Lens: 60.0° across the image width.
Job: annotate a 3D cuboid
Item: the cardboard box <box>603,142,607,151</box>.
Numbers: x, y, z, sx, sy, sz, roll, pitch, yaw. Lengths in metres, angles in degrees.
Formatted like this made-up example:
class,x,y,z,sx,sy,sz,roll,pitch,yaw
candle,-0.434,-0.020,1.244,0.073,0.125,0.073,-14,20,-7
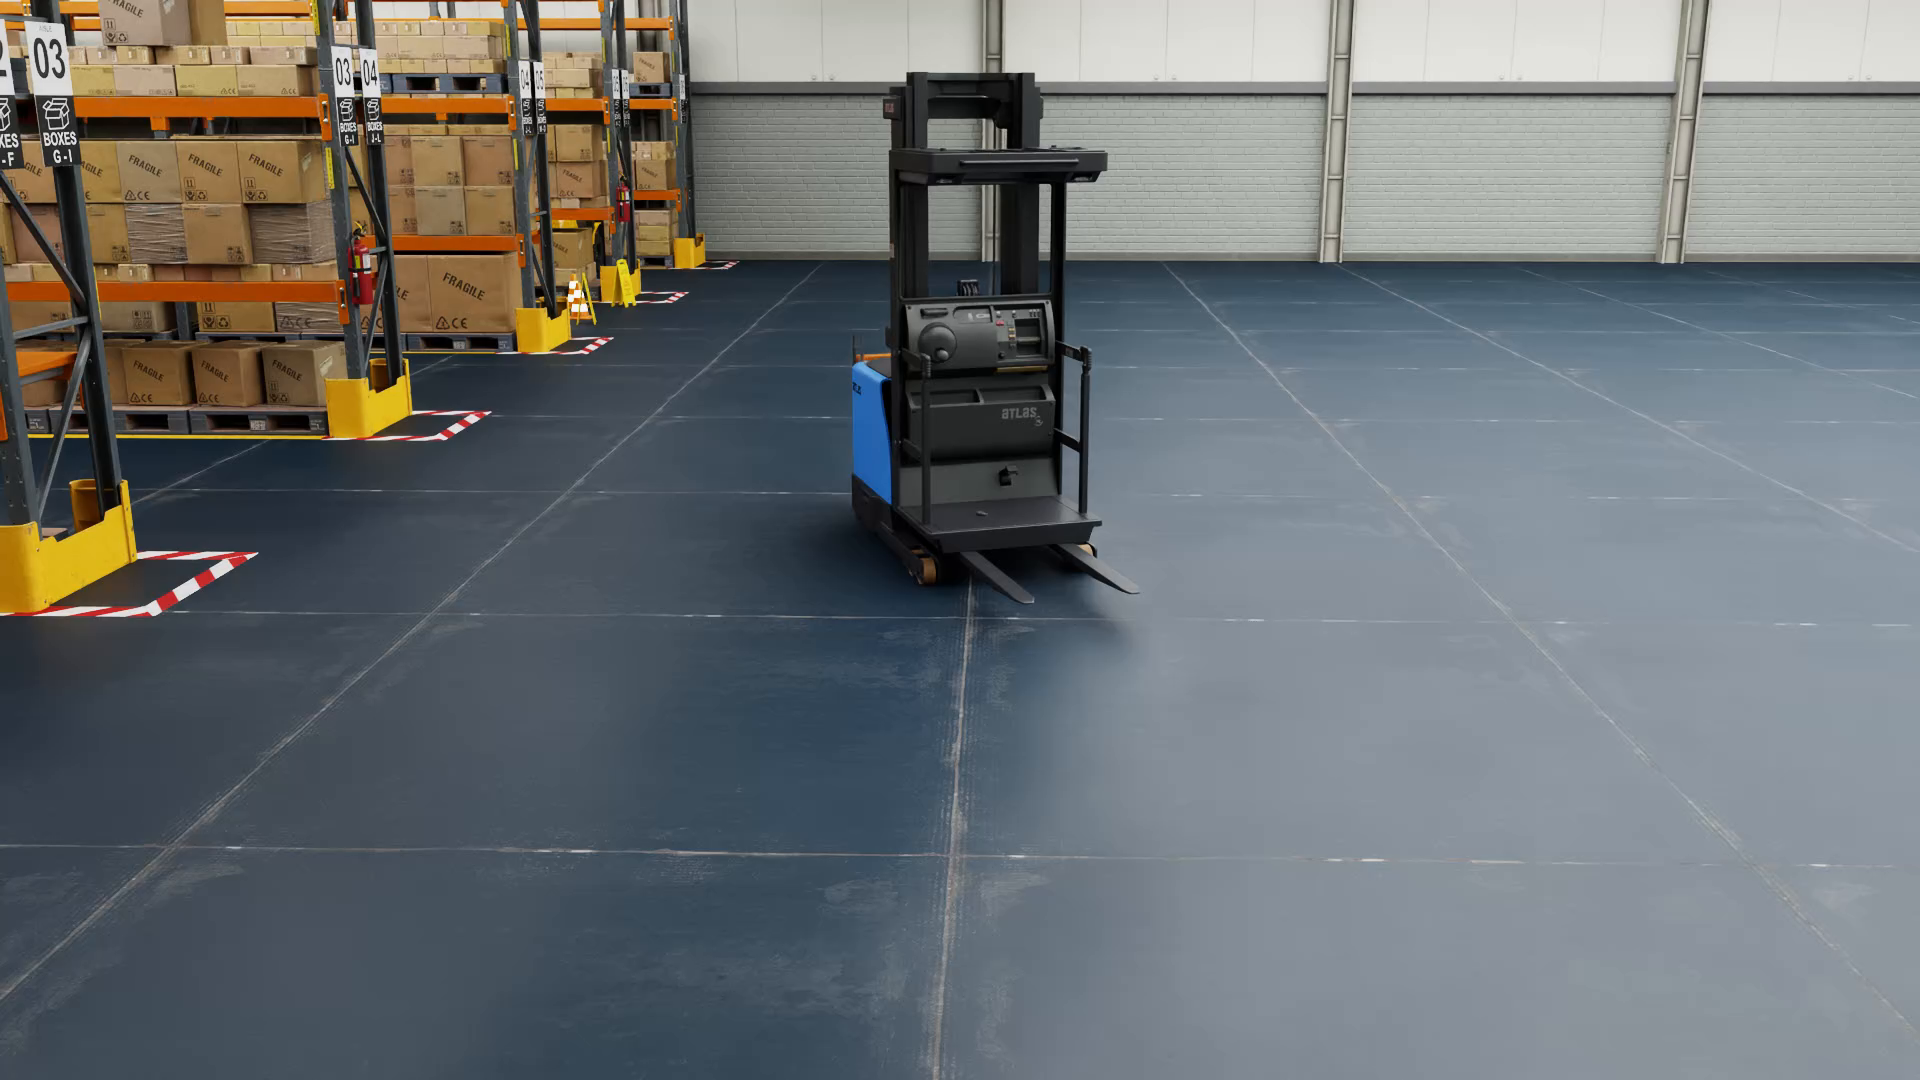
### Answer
class,x,y,z,sx,sy,sz,roll,pitch,yaw
cardboard box,-6.120,-6.696,28.290,0.250,0.149,0.380,1,15,3

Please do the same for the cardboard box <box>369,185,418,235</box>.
class,x,y,z,sx,sy,sz,roll,pitch,yaw
cardboard box,-6.364,-3.828,19.173,0.550,0.550,0.875,0,15,1

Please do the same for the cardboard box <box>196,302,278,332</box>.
class,x,y,z,sx,sy,sz,roll,pitch,yaw
cardboard box,-8.257,-2.910,19.332,0.875,0.875,0.875,1,15,2

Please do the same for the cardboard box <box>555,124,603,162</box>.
class,x,y,z,sx,sy,sz,roll,pitch,yaw
cardboard box,-5.376,-5.617,23.510,0.500,0.500,0.700,0,15,0

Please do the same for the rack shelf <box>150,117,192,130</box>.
class,x,y,z,sx,sy,sz,roll,pitch,yaw
rack shelf,-10.883,-4.872,18.957,4.000,0.370,1.077,0,15,1

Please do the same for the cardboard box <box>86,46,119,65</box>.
class,x,y,z,sx,sy,sz,roll,pitch,yaw
cardboard box,-6.972,-3.983,13.689,0.250,0.149,0.380,0,15,-1

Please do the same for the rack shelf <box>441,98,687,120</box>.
class,x,y,z,sx,sy,sz,roll,pitch,yaw
rack shelf,-6.736,-7.375,28.443,4.000,0.370,1.077,0,15,1

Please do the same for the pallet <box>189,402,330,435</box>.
class,x,y,z,sx,sy,sz,roll,pitch,yaw
pallet,-6.000,-1.133,14.719,1.213,0.211,1.003,0,15,1

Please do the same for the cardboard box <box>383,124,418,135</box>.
class,x,y,z,sx,sy,sz,roll,pitch,yaw
cardboard box,-7.914,-5.628,23.553,0.500,0.500,0.700,0,15,2

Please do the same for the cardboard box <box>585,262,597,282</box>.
class,x,y,z,sx,sy,sz,roll,pitch,yaw
cardboard box,-5.659,-3.943,24.471,0.500,0.250,0.500,0,15,1

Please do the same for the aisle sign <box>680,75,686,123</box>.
class,x,y,z,sx,sy,sz,roll,pitch,yaw
aisle sign,-4.678,-7.441,28.067,0.004,0.787,0.394,0,15,1

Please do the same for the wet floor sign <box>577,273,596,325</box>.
class,x,y,z,sx,sy,sz,roll,pitch,yaw
wet floor sign,-4.806,-3.097,21.313,0.232,0.644,0.267,-2,15,-8

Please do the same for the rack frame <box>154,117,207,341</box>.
class,x,y,z,sx,sy,sz,roll,pitch,yaw
rack frame,-8.884,-3.756,19.198,0.127,3.000,1.000,0,15,1

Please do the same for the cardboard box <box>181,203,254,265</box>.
class,x,y,z,sx,sy,sz,roll,pitch,yaw
cardboard box,-6.165,-2.642,14.193,0.500,0.500,0.875,0,15,1

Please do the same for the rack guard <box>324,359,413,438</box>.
class,x,y,z,sx,sy,sz,roll,pitch,yaw
rack guard,-5.189,-1.258,14.628,0.348,0.500,1.175,0,15,1

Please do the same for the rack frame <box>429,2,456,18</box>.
class,x,y,z,sx,sy,sz,roll,pitch,yaw
rack frame,-8.735,-9.186,28.018,0.127,3.000,1.000,0,15,1

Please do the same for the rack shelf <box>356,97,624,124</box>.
class,x,y,z,sx,sy,sz,roll,pitch,yaw
rack shelf,-6.859,-6.109,23.645,4.000,0.370,1.077,0,15,1

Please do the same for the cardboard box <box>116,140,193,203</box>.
class,x,y,z,sx,sy,sz,roll,pitch,yaw
cardboard box,-6.669,-3.088,13.926,0.500,0.500,0.500,0,15,1

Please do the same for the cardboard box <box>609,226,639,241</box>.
class,x,y,z,sx,sy,sz,roll,pitch,yaw
cardboard box,-5.732,-5.304,28.651,0.500,0.250,0.500,0,15,1

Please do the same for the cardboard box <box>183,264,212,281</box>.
class,x,y,z,sx,sy,sz,roll,pitch,yaw
cardboard box,-6.403,-2.302,14.178,0.250,0.149,0.380,0,15,1

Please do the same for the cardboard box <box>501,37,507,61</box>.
class,x,y,z,sx,sy,sz,roll,pitch,yaw
cardboard box,-5.361,-5.572,18.892,0.500,0.250,0.500,0,15,1

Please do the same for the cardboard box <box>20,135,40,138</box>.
class,x,y,z,sx,sy,sz,roll,pitch,yaw
cardboard box,-13.381,-5.514,23.704,0.500,0.500,0.500,0,15,0

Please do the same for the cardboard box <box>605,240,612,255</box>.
class,x,y,z,sx,sy,sz,roll,pitch,yaw
cardboard box,-6.211,-5.067,28.731,0.500,0.250,0.500,1,15,2

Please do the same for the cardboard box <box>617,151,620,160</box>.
class,x,y,z,sx,sy,sz,roll,pitch,yaw
cardboard box,-5.852,-6.568,28.387,0.250,0.149,0.380,0,15,1

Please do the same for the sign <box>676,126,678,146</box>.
class,x,y,z,sx,sy,sz,roll,pitch,yaw
sign,-4.764,-6.795,27.983,0.005,0.325,0.100,0,15,1

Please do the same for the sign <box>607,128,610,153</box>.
class,x,y,z,sx,sy,sz,roll,pitch,yaw
sign,-4.894,-5.565,23.163,0.005,0.325,0.100,0,15,1

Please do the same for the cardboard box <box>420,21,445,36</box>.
class,x,y,z,sx,sy,sz,roll,pitch,yaw
cardboard box,-5.736,-5.616,18.275,0.250,0.149,0.380,1,15,2

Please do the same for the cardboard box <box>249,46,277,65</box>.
class,x,y,z,sx,sy,sz,roll,pitch,yaw
cardboard box,-5.656,-3.991,13.718,0.250,0.149,0.380,0,15,0

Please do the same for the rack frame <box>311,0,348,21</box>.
class,x,y,z,sx,sy,sz,roll,pitch,yaw
rack frame,-8.858,-7.920,23.220,0.127,3.000,1.000,0,15,1

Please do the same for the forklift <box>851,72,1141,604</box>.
class,x,y,z,sx,sy,sz,roll,pitch,yaw
forklift,0.191,-1.264,9.885,1.130,2.935,3.031,-5,15,-17

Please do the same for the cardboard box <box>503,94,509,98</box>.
class,x,y,z,sx,sy,sz,roll,pitch,yaw
cardboard box,-6.240,-6.265,23.319,0.250,0.149,0.380,0,15,1

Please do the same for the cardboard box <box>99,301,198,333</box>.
class,x,y,z,sx,sy,sz,roll,pitch,yaw
cardboard box,-9.507,-2.853,19.360,0.750,0.750,1.050,0,15,1

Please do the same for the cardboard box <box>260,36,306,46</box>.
class,x,y,z,sx,sy,sz,roll,pitch,yaw
cardboard box,-7.393,-5.449,18.425,0.500,0.250,0.500,0,15,1

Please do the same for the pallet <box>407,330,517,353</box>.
class,x,y,z,sx,sy,sz,roll,pitch,yaw
pallet,-5.686,-2.367,19.399,1.213,0.211,1.003,0,15,1

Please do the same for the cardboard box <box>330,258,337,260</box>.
class,x,y,z,sx,sy,sz,roll,pitch,yaw
cardboard box,-5.392,-2.407,14.577,0.250,0.149,0.380,0,15,1

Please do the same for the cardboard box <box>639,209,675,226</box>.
class,x,y,z,sx,sy,sz,roll,pitch,yaw
cardboard box,-5.205,-5.540,28.564,0.500,0.250,0.500,1,15,3

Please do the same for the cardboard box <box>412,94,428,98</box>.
class,x,y,z,sx,sy,sz,roll,pitch,yaw
cardboard box,-7.526,-6.278,23.368,0.250,0.149,0.380,0,15,0

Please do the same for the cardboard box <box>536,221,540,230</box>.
class,x,y,z,sx,sy,sz,roll,pitch,yaw
cardboard box,-6.036,-4.467,23.717,0.250,0.149,0.380,1,15,3

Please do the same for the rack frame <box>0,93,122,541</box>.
class,x,y,z,sx,sy,sz,roll,pitch,yaw
rack frame,-5.239,-1.203,9.520,0.127,3.000,1.000,0,15,1

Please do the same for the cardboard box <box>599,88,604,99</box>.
class,x,y,z,sx,sy,sz,roll,pitch,yaw
cardboard box,-5.183,-6.407,23.858,0.250,0.149,0.380,0,15,1

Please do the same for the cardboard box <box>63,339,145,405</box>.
class,x,y,z,sx,sy,sz,roll,pitch,yaw
cardboard box,-7.517,-1.488,14.677,0.500,0.500,0.500,-1,15,-4

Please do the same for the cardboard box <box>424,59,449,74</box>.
class,x,y,z,sx,sy,sz,roll,pitch,yaw
cardboard box,-5.735,-5.230,18.376,0.250,0.149,0.380,1,15,2

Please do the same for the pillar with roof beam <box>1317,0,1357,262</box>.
class,x,y,z,sx,sy,sz,roll,pitch,yaw
pillar with roof beam,6.476,-8.218,24.350,0.400,9.000,9.100,0,15,1

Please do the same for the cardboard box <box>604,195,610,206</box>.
class,x,y,z,sx,sy,sz,roll,pitch,yaw
cardboard box,-5.194,-4.927,24.127,0.250,0.149,0.380,0,15,2

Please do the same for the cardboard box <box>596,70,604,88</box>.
class,x,y,z,sx,sy,sz,roll,pitch,yaw
cardboard box,-5.356,-6.586,23.755,0.500,0.250,0.500,0,15,0

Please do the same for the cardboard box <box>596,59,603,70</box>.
class,x,y,z,sx,sy,sz,roll,pitch,yaw
cardboard box,-5.210,-6.762,23.640,0.250,0.149,0.380,0,15,1

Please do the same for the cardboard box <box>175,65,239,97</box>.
class,x,y,z,sx,sy,sz,roll,pitch,yaw
cardboard box,-6.100,-3.785,13.720,0.500,0.250,0.500,0,15,2

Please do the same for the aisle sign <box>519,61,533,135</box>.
class,x,y,z,sx,sy,sz,roll,pitch,yaw
aisle sign,-4.822,-4.910,18.476,0.004,0.787,0.394,0,15,1

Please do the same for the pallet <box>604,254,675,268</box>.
class,x,y,z,sx,sy,sz,roll,pitch,yaw
pallet,-5.502,-4.905,29.019,1.213,0.211,1.003,0,15,1

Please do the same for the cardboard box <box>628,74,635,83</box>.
class,x,y,z,sx,sy,sz,roll,pitch,yaw
cardboard box,-5.573,-7.768,27.995,0.250,0.149,0.380,0,15,0

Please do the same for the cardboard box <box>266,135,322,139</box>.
class,x,y,z,sx,sy,sz,roll,pitch,yaw
cardboard box,-7.427,-4.327,18.952,0.550,0.550,0.875,0,15,1

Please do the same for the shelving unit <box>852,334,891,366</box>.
class,x,y,z,sx,sy,sz,roll,pitch,yaw
shelving unit,-0.462,-0.839,11.633,0.503,1.200,0.258,-5,11,-18

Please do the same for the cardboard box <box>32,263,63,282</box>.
class,x,y,z,sx,sy,sz,roll,pitch,yaw
cardboard box,-7.654,-2.291,14.135,0.250,0.149,0.380,0,15,1

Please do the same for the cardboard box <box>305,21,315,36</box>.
class,x,y,z,sx,sy,sz,roll,pitch,yaw
cardboard box,-7.008,-5.623,18.304,0.250,0.149,0.380,0,15,1
